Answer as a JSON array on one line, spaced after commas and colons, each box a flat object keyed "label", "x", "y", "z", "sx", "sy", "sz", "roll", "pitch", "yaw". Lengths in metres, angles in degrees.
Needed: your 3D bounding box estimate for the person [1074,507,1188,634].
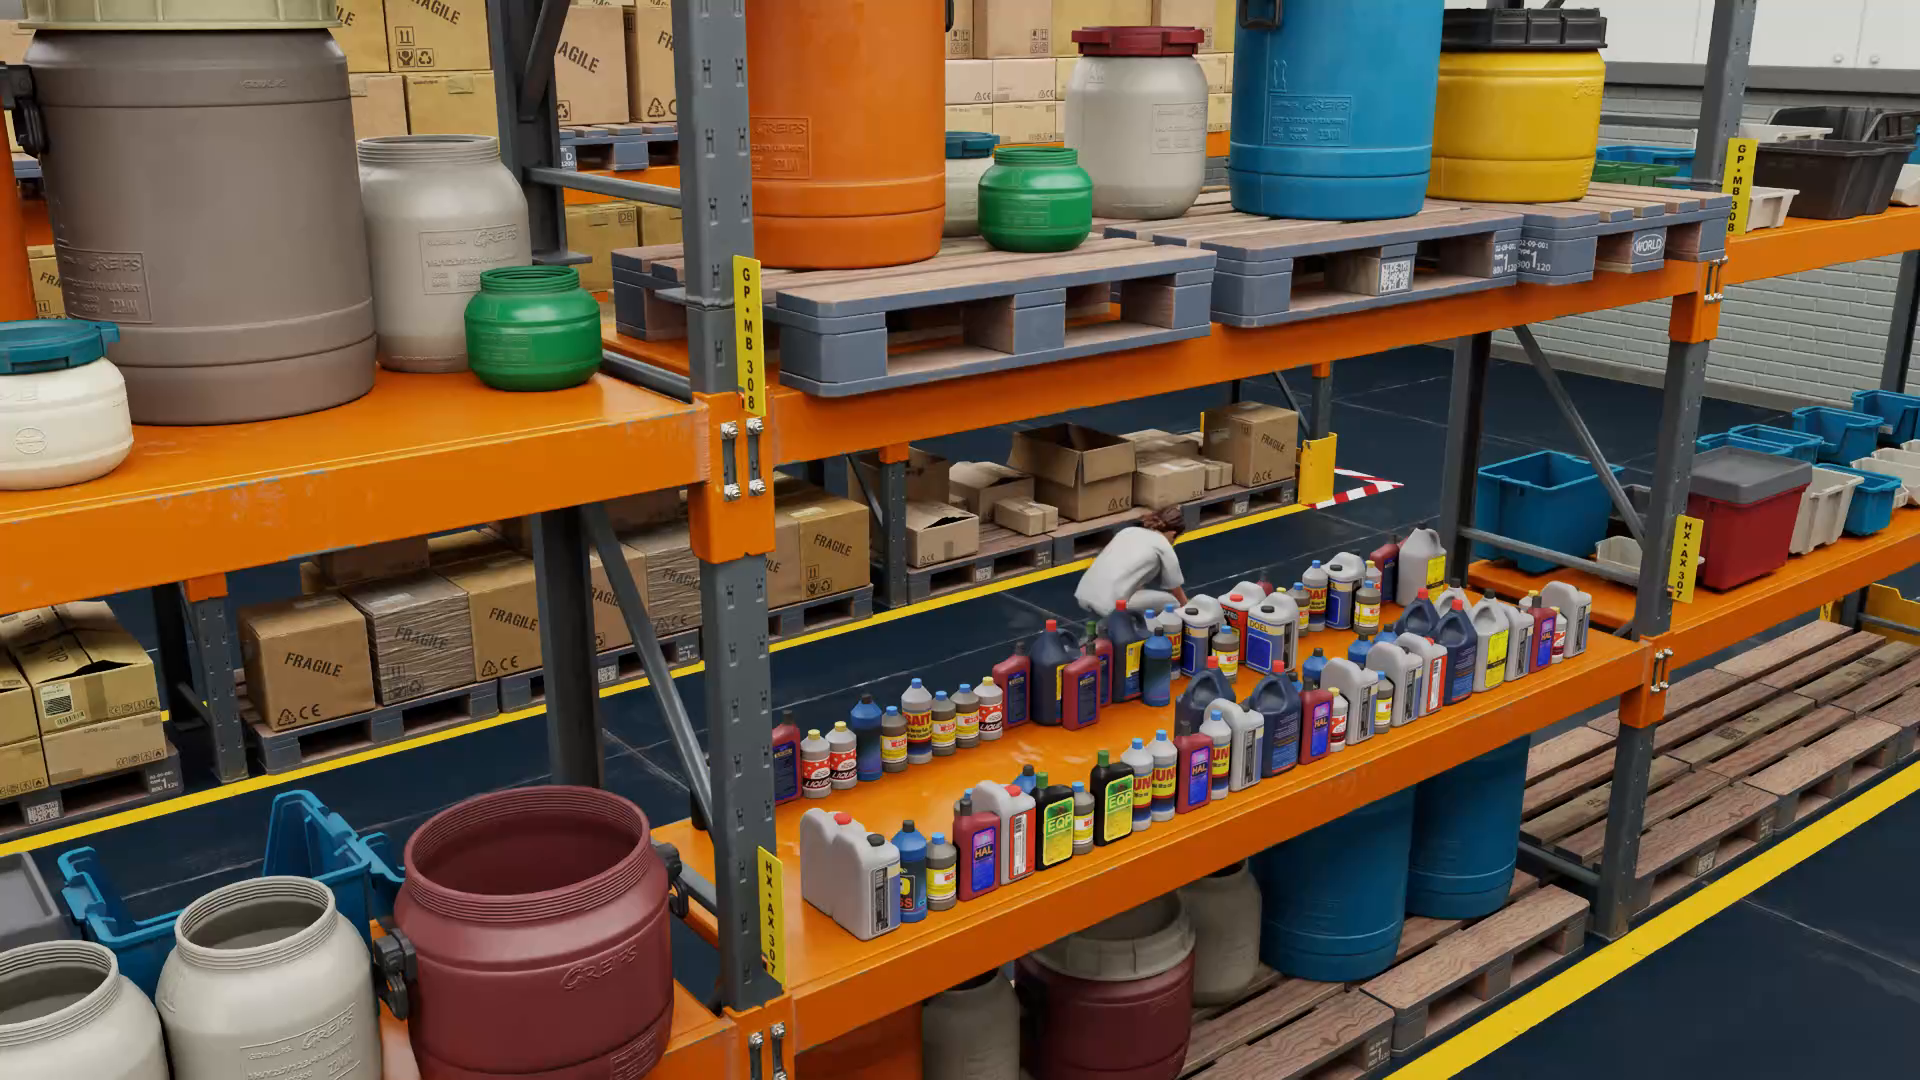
[{"label": "person", "x": 1.008, "y": 0.281, "z": 9.543, "sx": 0.801, "sy": 0.846, "sz": 0.484, "roll": -14, "pitch": 22, "yaw": -36}]
